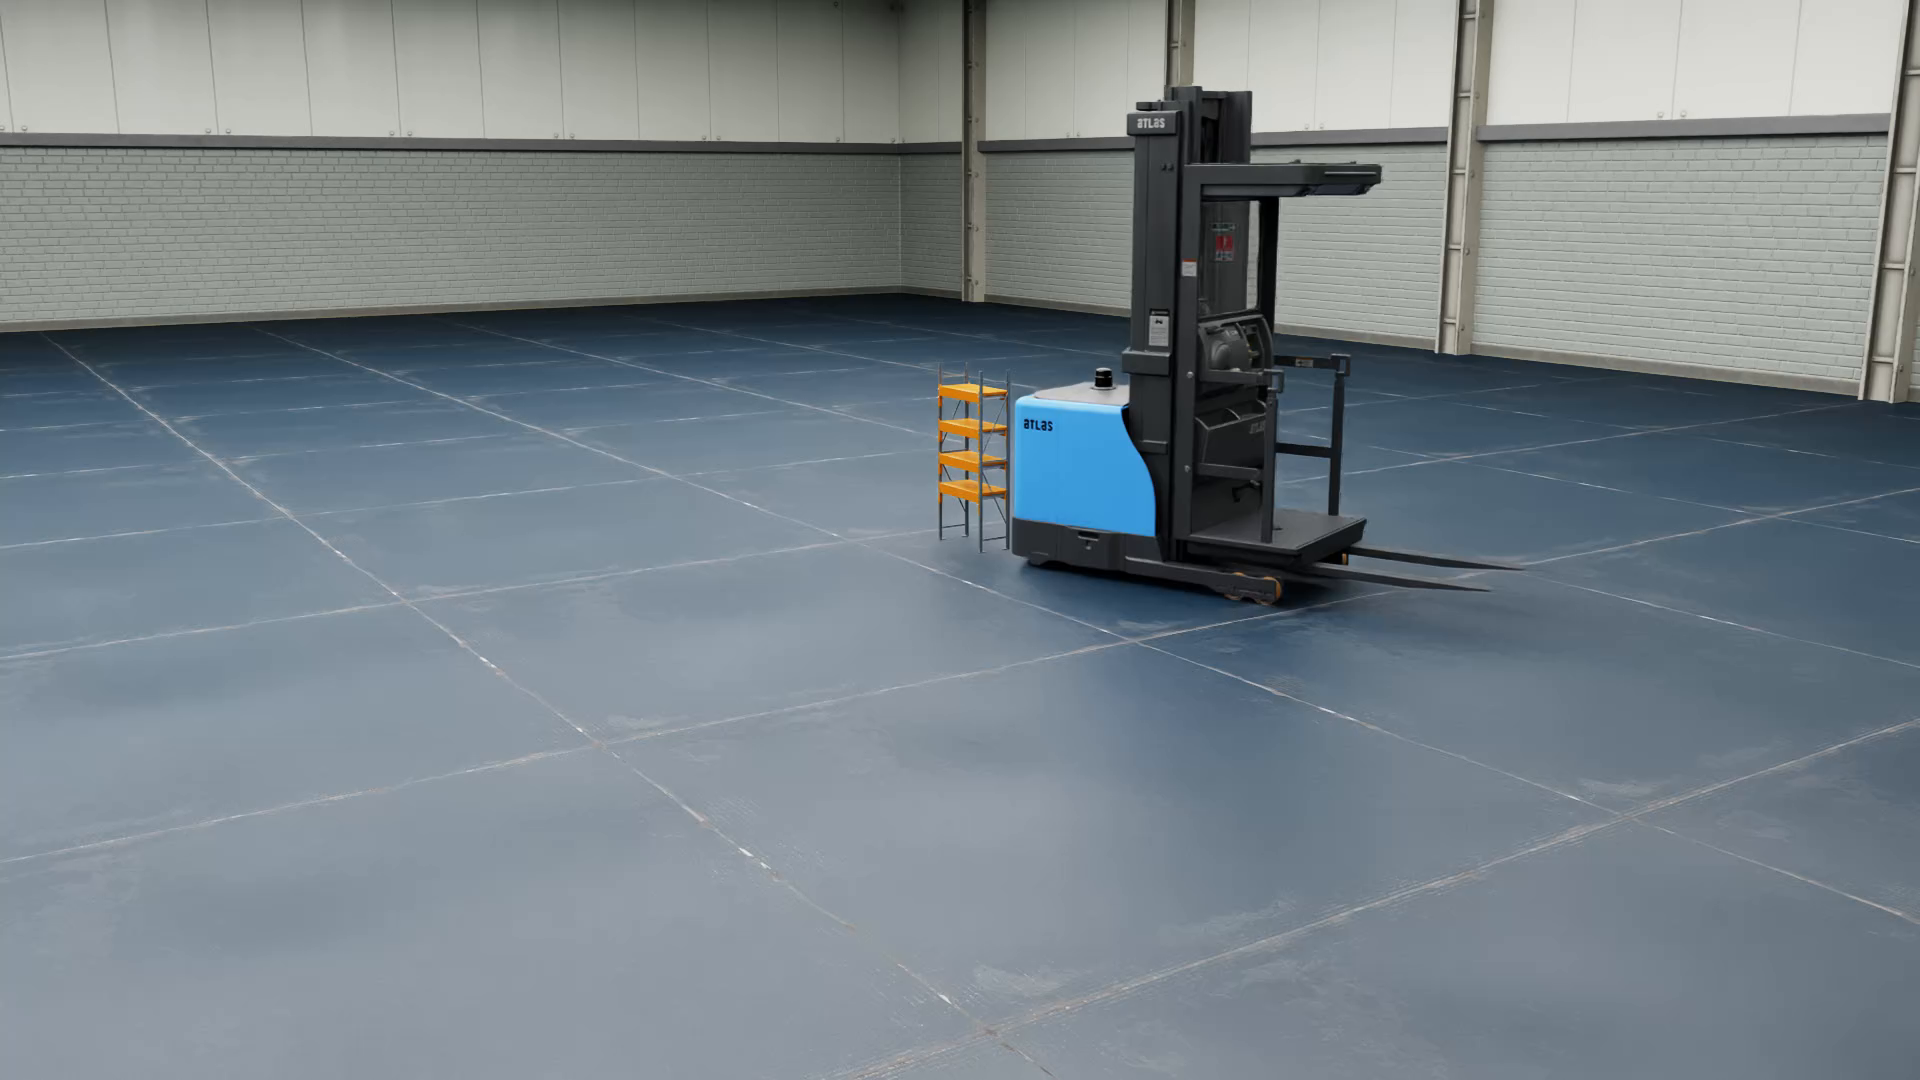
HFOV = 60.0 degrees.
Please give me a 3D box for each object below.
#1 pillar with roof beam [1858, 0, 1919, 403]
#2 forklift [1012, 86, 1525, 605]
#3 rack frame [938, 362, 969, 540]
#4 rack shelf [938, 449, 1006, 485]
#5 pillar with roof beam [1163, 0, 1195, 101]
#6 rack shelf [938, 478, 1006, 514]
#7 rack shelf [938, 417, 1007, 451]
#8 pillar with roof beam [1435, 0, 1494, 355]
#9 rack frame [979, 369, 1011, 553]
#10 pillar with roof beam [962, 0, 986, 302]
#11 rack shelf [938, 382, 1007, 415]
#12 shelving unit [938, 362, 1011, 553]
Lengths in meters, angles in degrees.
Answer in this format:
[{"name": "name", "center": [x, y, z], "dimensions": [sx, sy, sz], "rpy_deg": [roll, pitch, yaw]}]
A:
[{"name": "pillar with roof beam", "center": [6.660, -5.439, 15.170], "dimensions": [9.100, 9.000, 0.400], "rpy_deg": [-8, 15, -33]}, {"name": "forklift", "center": [1.832, -1.182, 9.908], "dimensions": [3.031, 2.935, 1.130], "rpy_deg": [8, 15, 34]}, {"name": "rack frame", "center": [-0.043, -0.600, 11.297], "dimensions": [0.240, 1.200, 0.015], "rpy_deg": [-8, 15, -33]}, {"name": "rack shelf", "center": [0.092, -0.491, 11.113], "dimensions": [0.258, 0.148, 0.480], "rpy_deg": [-8, 15, -33]}, {"name": "pillar with roof beam", "center": [0.011, -7.573, 24.929], "dimensions": [9.100, 9.000, 0.400], "rpy_deg": [-8, 15, -33]}, {"name": "rack shelf", "center": [0.092, -0.297, 11.156], "dimensions": [0.258, 0.148, 0.480], "rpy_deg": [-8, 15, -33]}, {"name": "rack shelf", "center": [0.092, -0.710, 11.066], "dimensions": [0.258, 0.148, 0.480], "rpy_deg": [-8, 15, -33]}, {"name": "pillar with roof beam", "center": [3.336, -6.506, 20.050], "dimensions": [9.100, 9.000, 0.400], "rpy_deg": [-8, 15, -33]}, {"name": "rack frame", "center": [0.227, -0.513, 10.901], "dimensions": [0.240, 1.200, 0.015], "rpy_deg": [-8, 15, -33]}, {"name": "pillar with roof beam", "center": [-3.313, -8.640, 29.809], "dimensions": [9.100, 9.000, 0.400], "rpy_deg": [-8, 15, -33]}, {"name": "rack shelf", "center": [0.092, -0.941, 11.015], "dimensions": [0.258, 0.148, 0.480], "rpy_deg": [-8, 15, -33]}, {"name": "shelving unit", "center": [0.092, -0.557, 11.099], "dimensions": [0.258, 1.200, 0.503], "rpy_deg": [-8, 15, -33]}]
